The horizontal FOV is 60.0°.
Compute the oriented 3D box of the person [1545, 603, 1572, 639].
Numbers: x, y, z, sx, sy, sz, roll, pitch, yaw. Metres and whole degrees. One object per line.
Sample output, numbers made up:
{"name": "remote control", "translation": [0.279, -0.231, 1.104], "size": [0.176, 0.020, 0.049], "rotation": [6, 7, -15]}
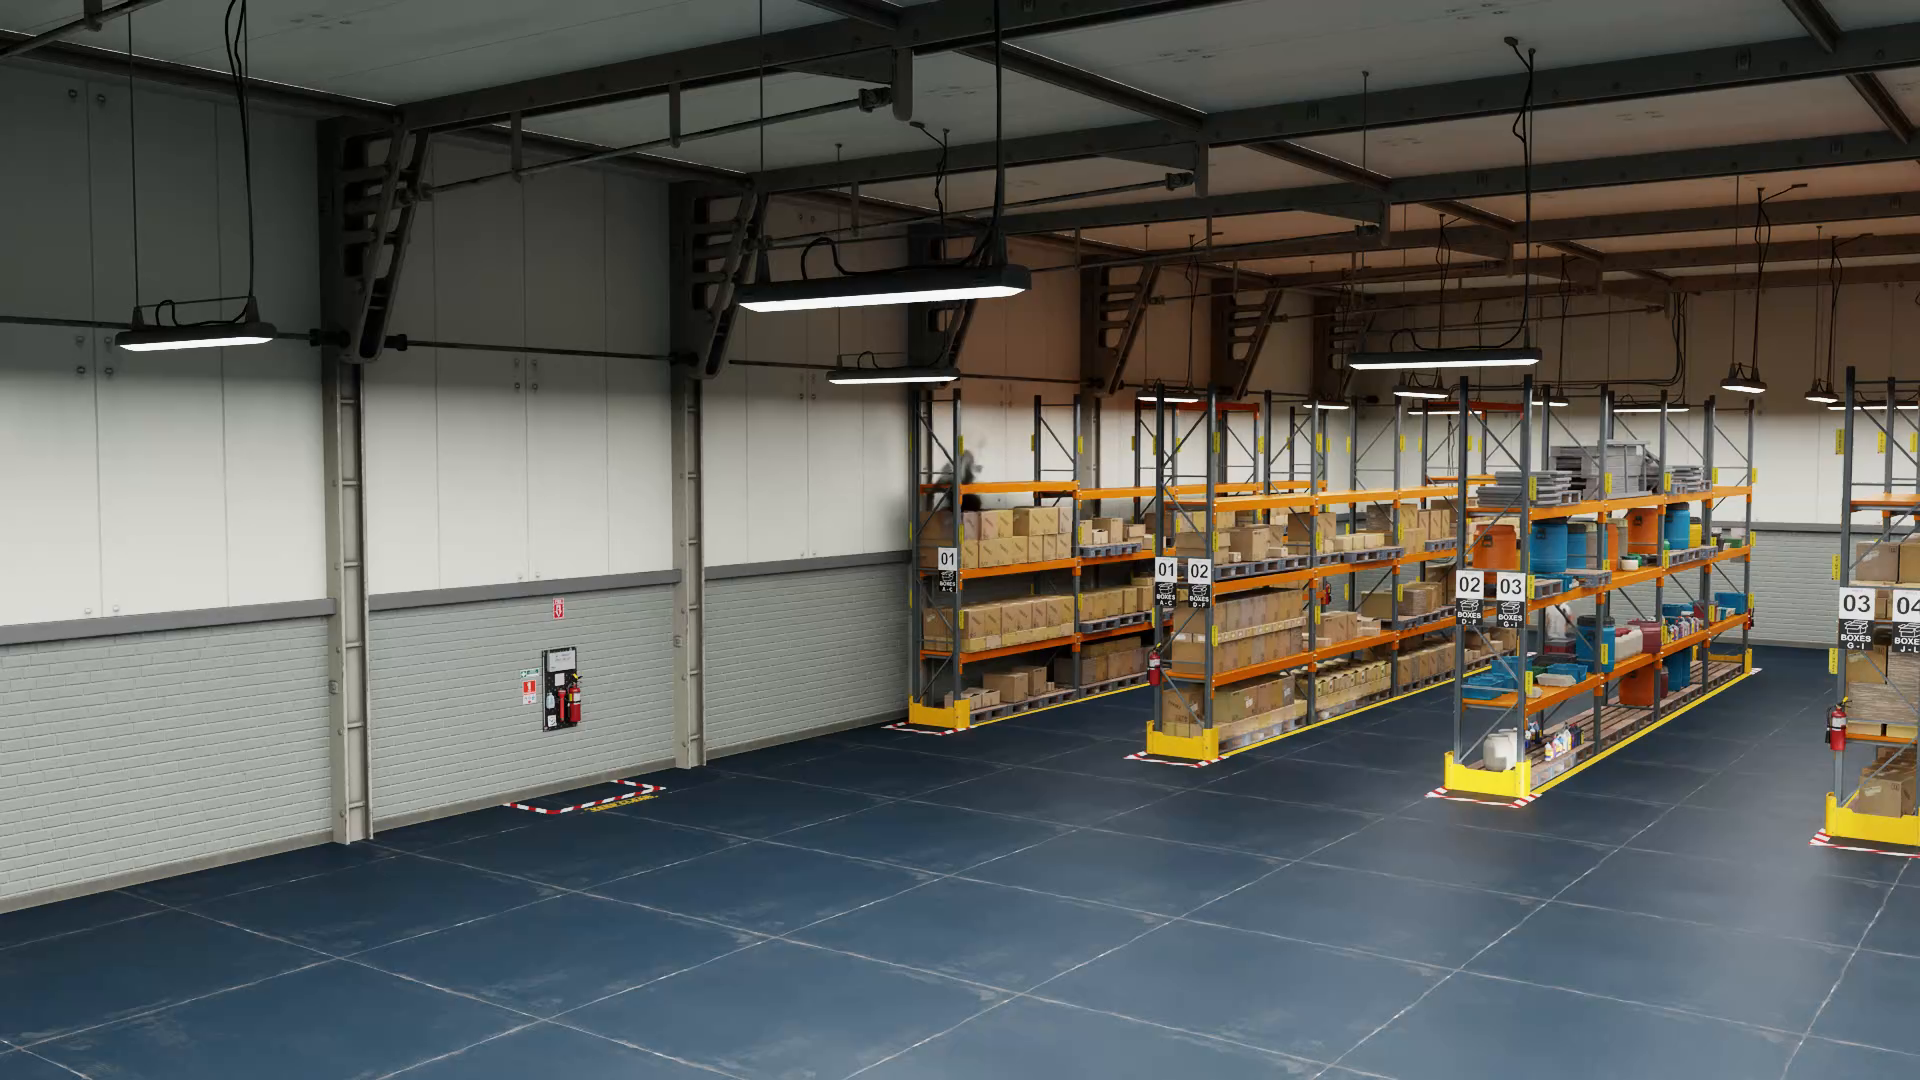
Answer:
{"name": "person", "translation": [13.226, 2.020, 36.976], "size": [0.600, 1.771, 0.656], "rotation": [2, 4, 27]}
